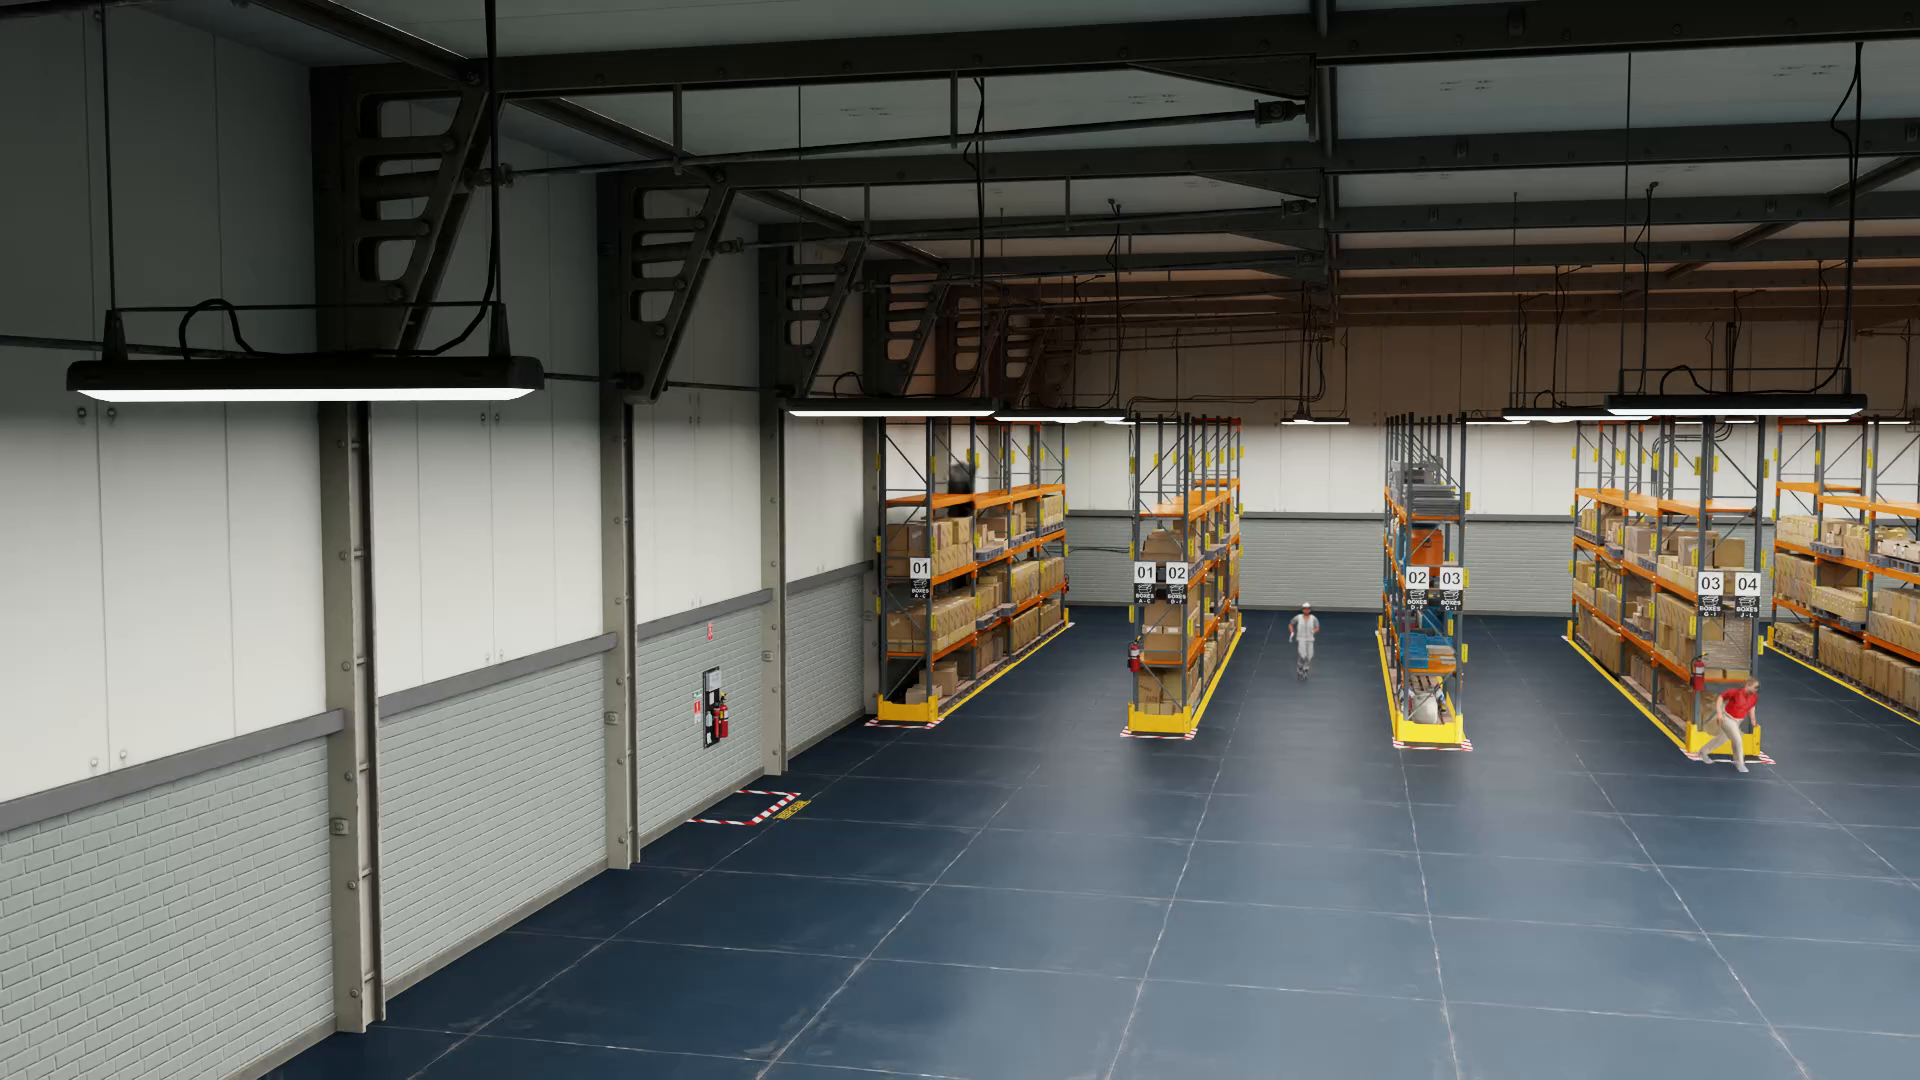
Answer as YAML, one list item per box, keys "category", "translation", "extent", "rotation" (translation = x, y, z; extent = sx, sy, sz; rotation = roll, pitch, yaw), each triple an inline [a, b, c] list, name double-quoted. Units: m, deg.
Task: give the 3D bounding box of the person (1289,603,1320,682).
- category: "person"
  translation: [7.759, 2.302, 37.357]
  extent: [0.639, 1.783, 0.703]
  rotation: [0, 4, -4]

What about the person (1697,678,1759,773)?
- category: "person"
  translation: [12.884, 3.043, 27.882]
  extent: [0.675, 1.563, 1.046]
  rotation: [-2, 4, -24]
